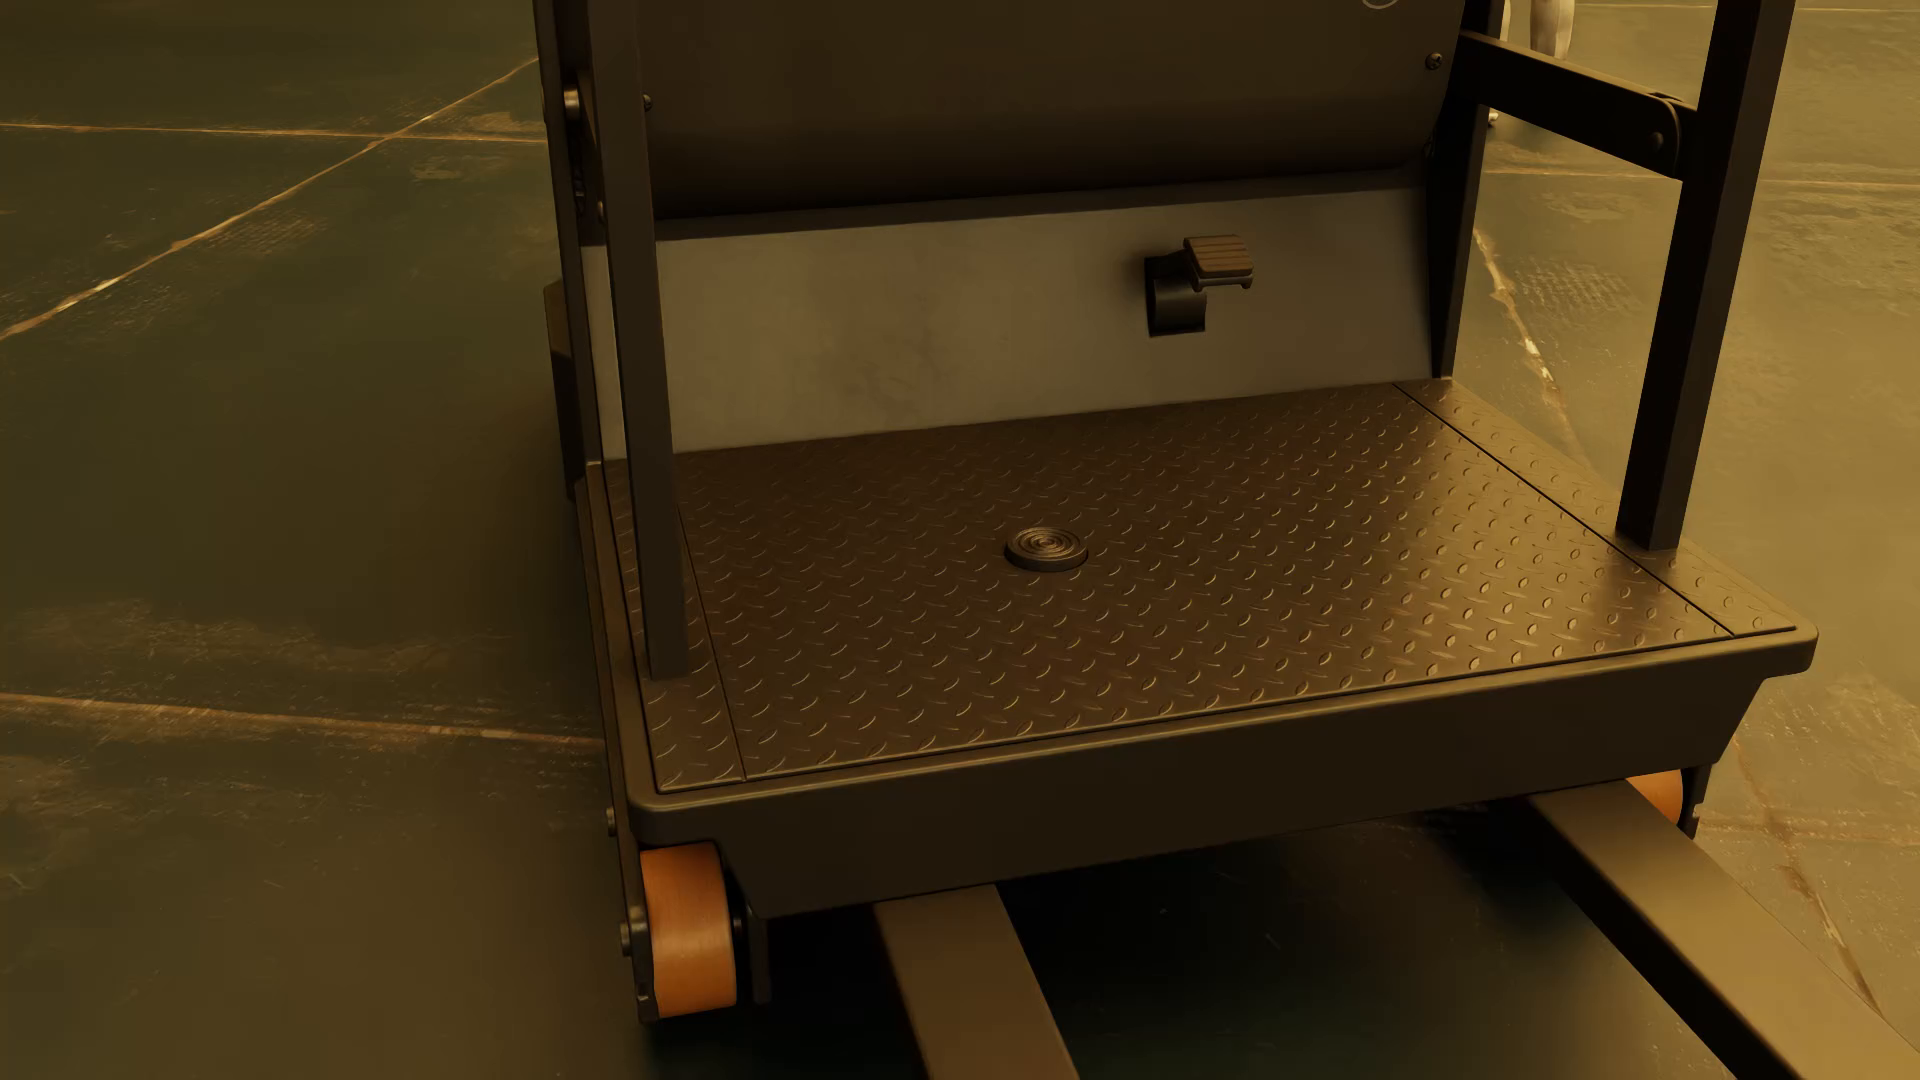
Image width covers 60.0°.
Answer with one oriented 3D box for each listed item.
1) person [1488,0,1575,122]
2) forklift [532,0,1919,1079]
[{"bbox_3d":[1.578,-2.047,4.689,0.587,1.693,0.530,2,27,3],"label":"person"},{"bbox_3d":[0.153,-1.049,1.319,1.130,2.935,3.031,-7,27,-13],"label":"forklift"}]
